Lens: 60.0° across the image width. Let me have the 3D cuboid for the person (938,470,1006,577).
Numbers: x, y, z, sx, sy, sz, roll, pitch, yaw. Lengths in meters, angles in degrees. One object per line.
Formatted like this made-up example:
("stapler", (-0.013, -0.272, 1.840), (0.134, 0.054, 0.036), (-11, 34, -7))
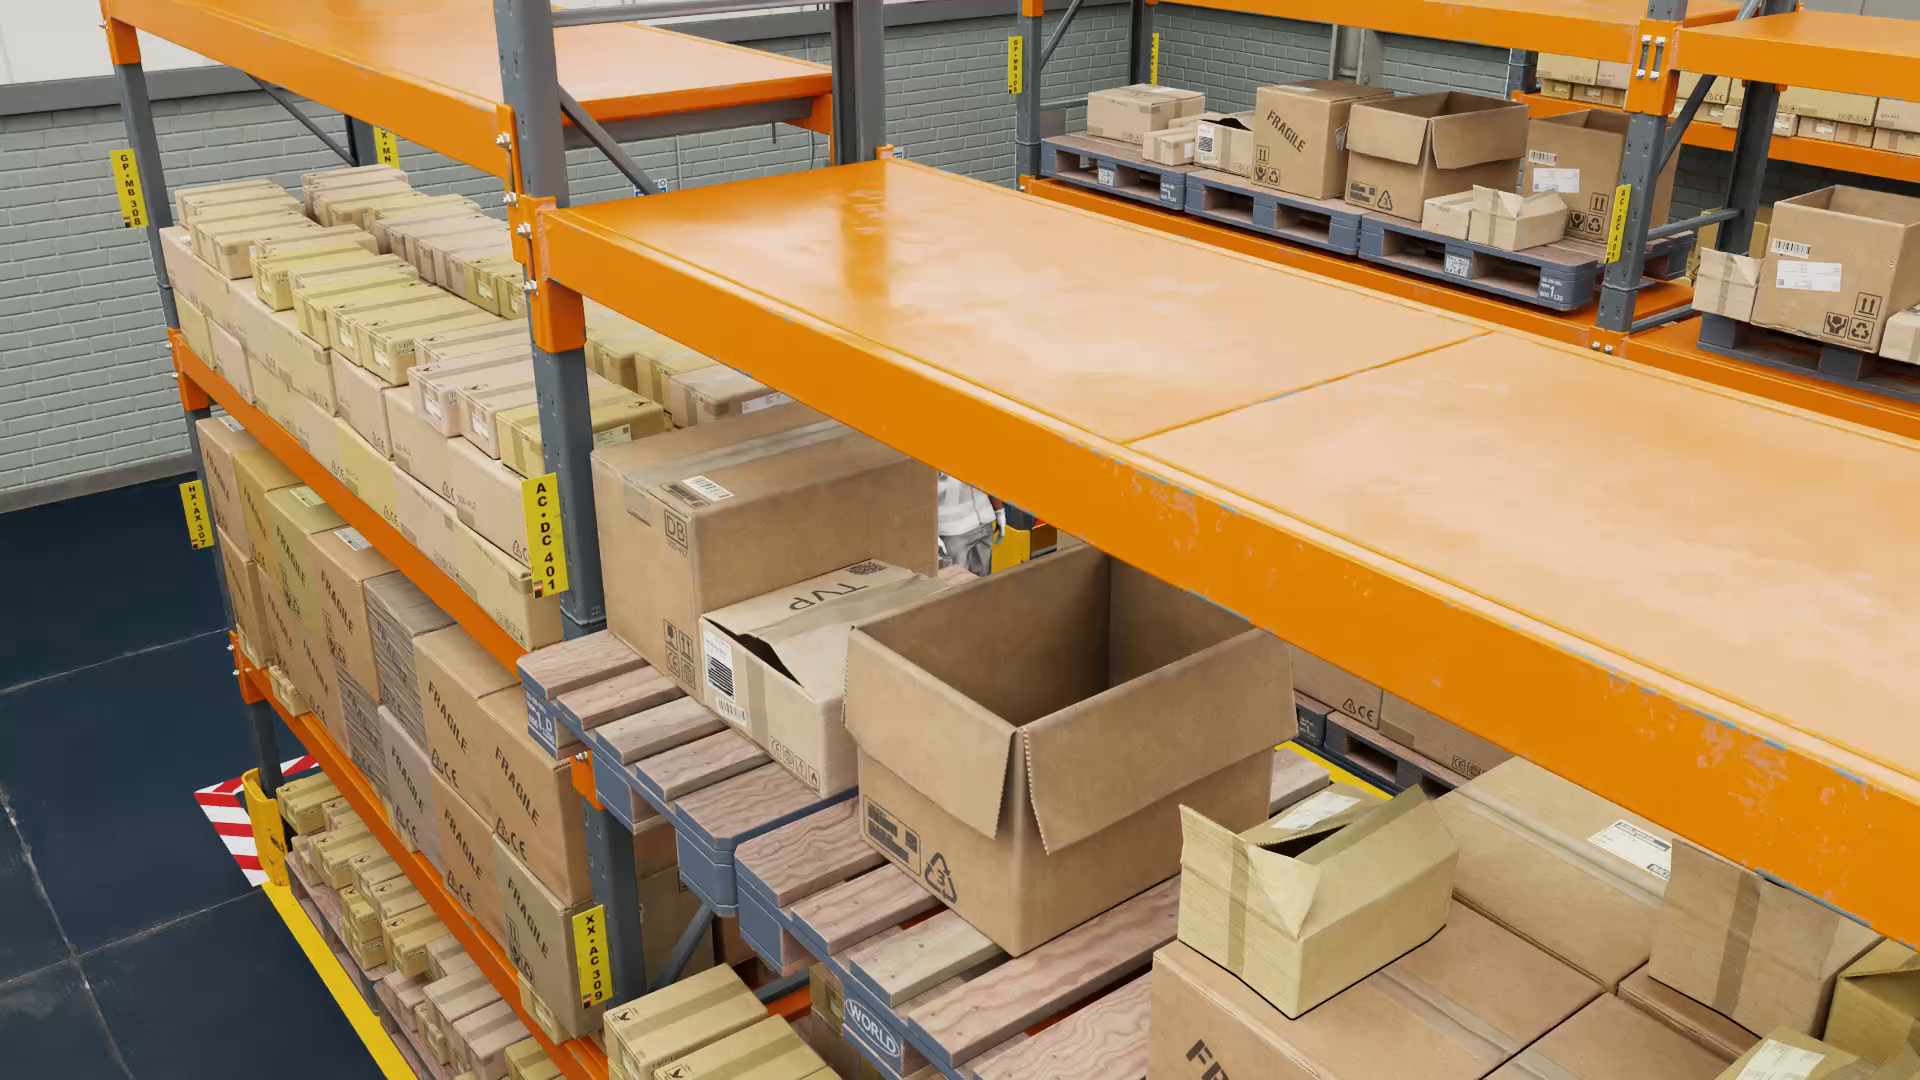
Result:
("person", (0.068, -0.044, 9.988), (0.575, 1.785, 0.655), (22, 33, 40))
